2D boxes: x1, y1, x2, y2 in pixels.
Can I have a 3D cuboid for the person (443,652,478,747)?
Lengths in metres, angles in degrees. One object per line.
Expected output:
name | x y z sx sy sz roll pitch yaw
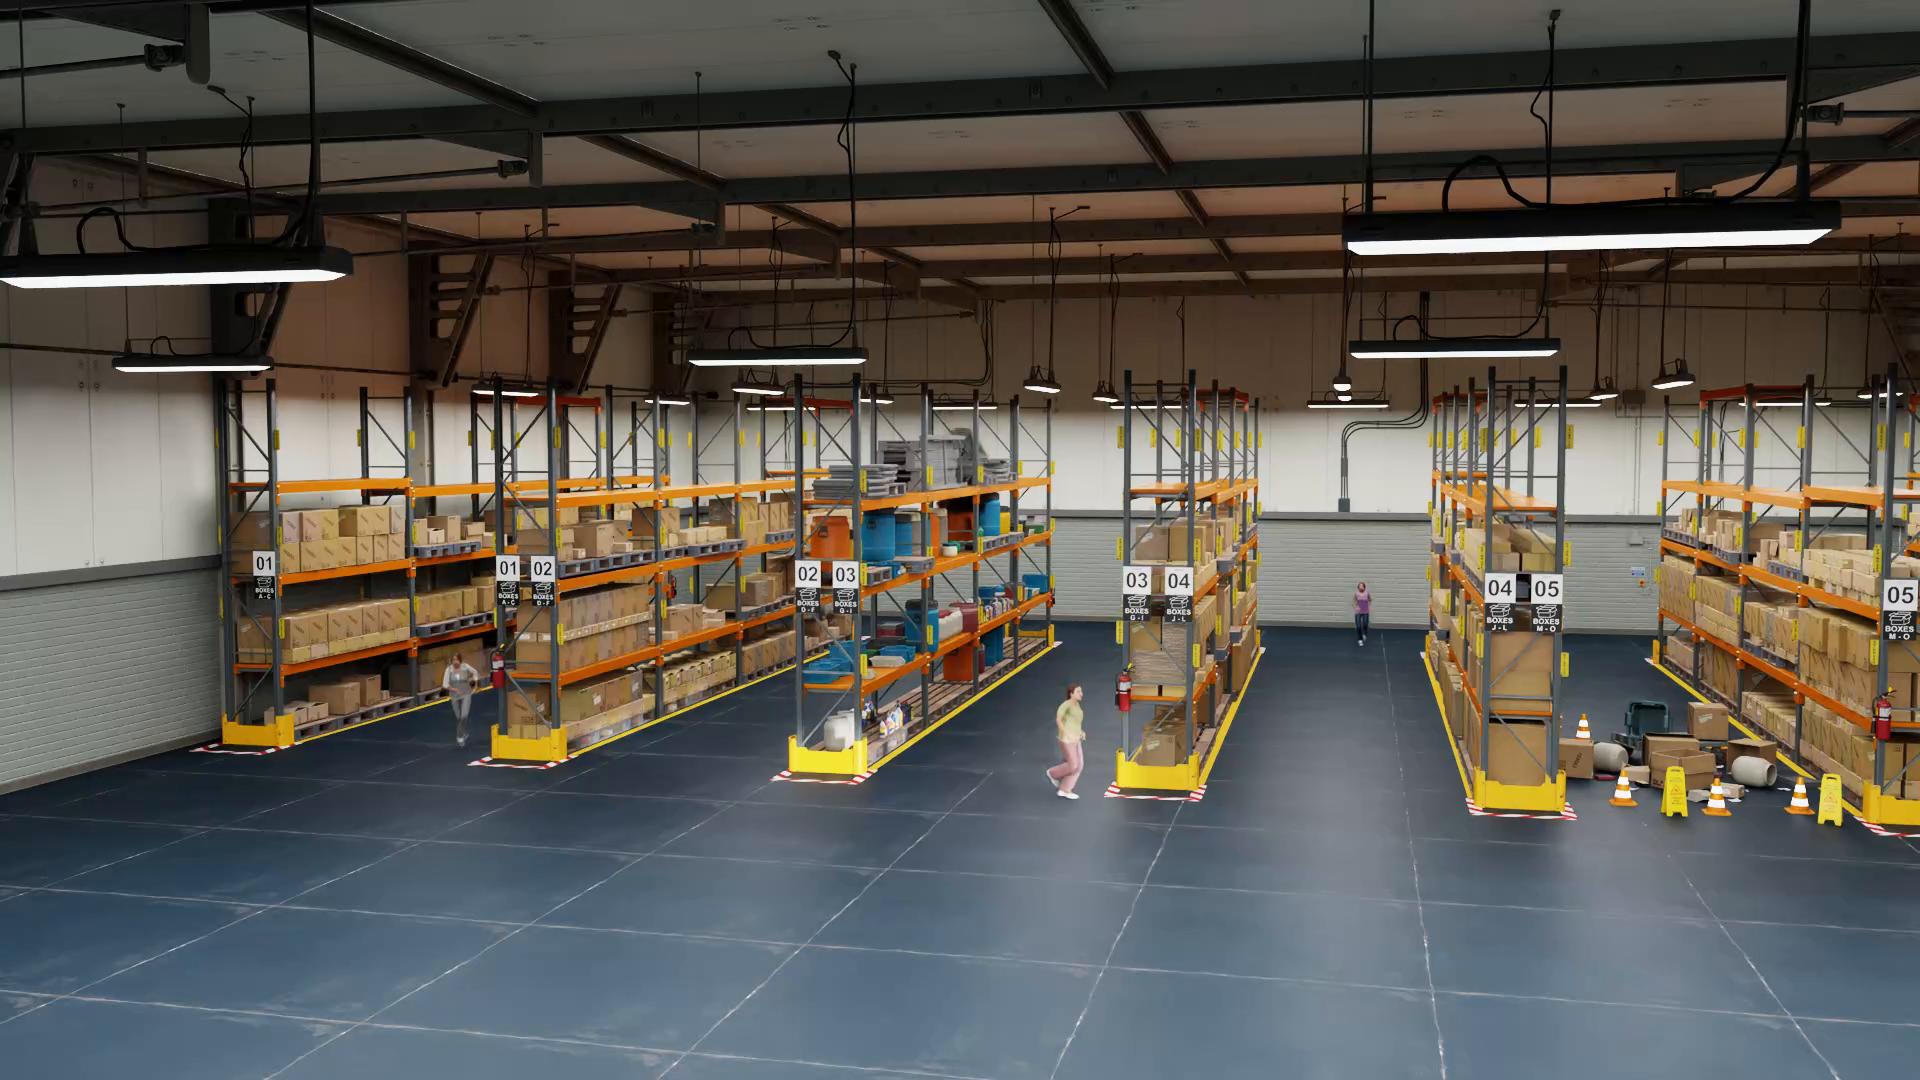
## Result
person | -8.178 2.592 27.280 0.509 1.571 0.729 0 3 -2

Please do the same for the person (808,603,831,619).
person | -3.554 1.550 42.777 0.884 1.684 0.589 1 4 15

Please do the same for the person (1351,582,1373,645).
person | 9.791 1.793 40.456 0.524 1.555 0.634 1 3 10

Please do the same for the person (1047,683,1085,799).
person | 1.464 2.805 23.373 0.571 1.621 0.575 3 4 37

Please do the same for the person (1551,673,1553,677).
person | 12.301 2.097 34.950 0.600 1.641 0.946 1 3 9
